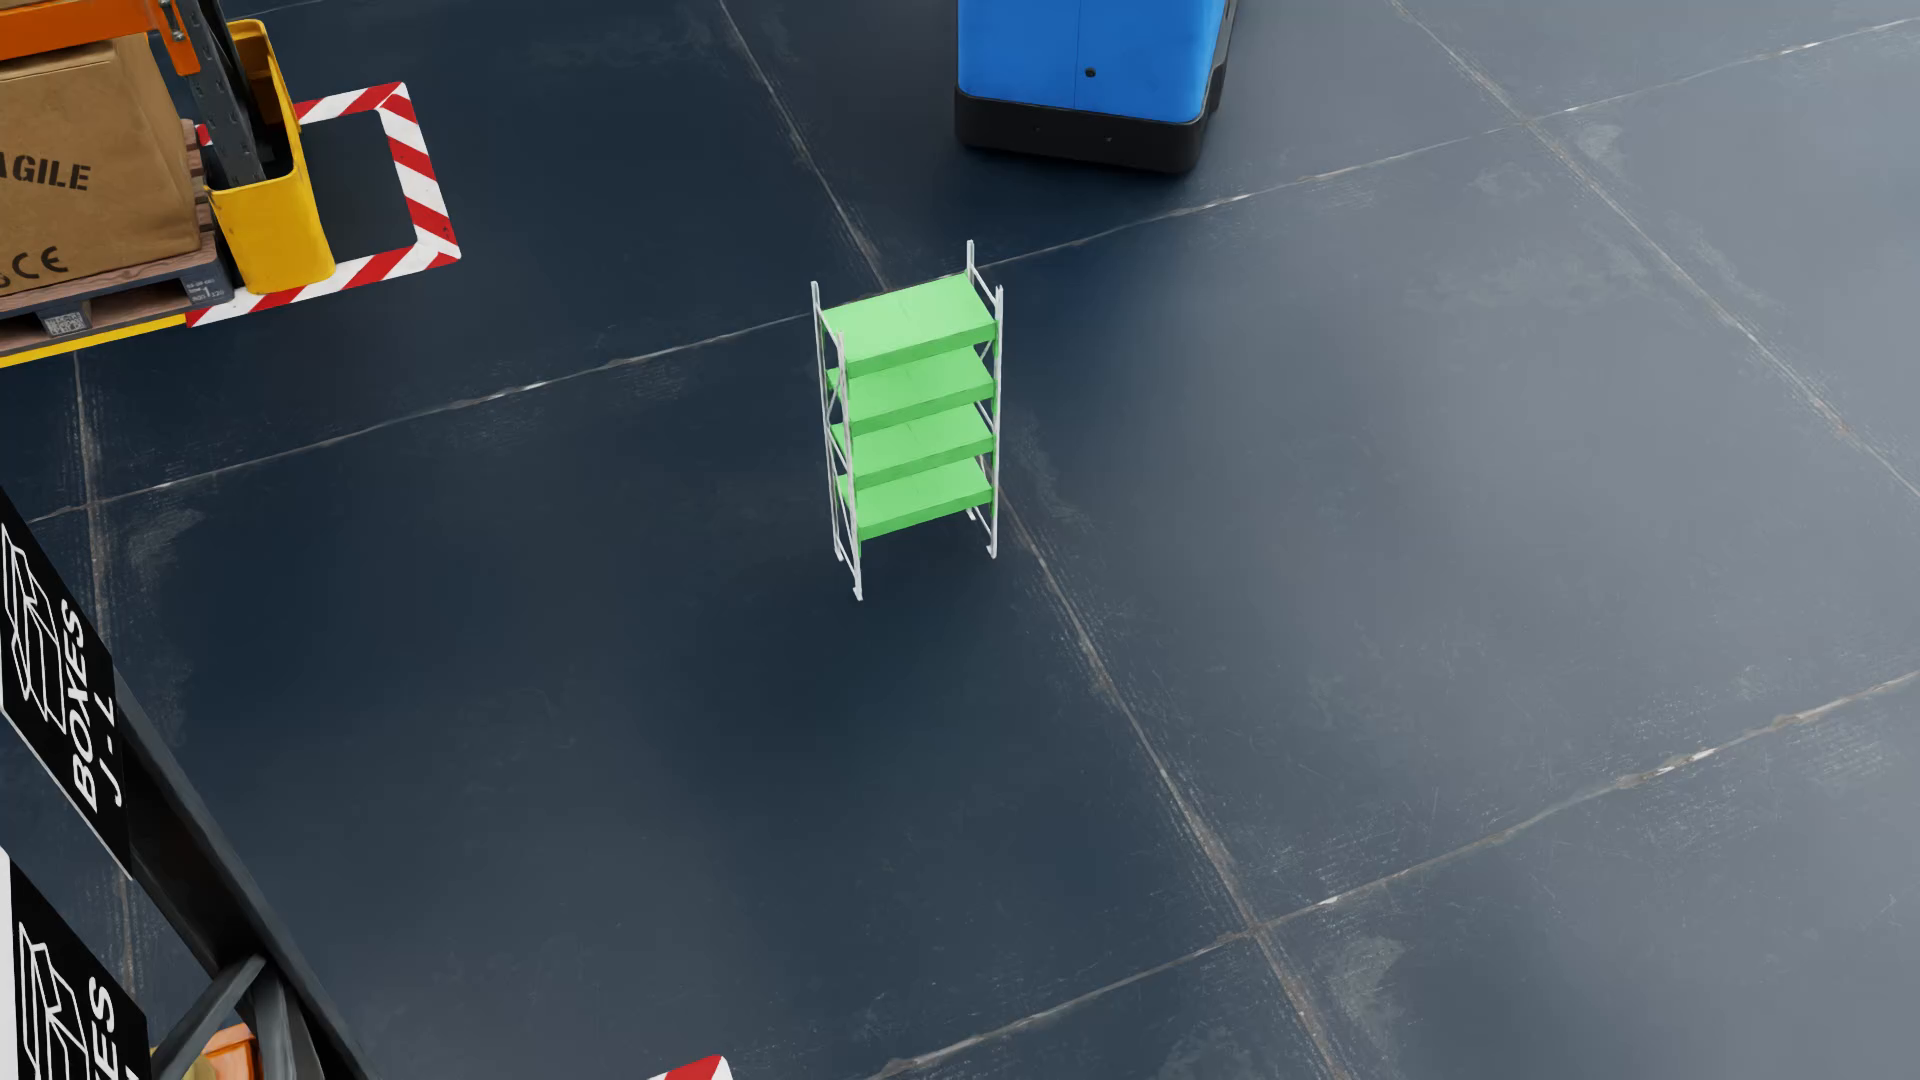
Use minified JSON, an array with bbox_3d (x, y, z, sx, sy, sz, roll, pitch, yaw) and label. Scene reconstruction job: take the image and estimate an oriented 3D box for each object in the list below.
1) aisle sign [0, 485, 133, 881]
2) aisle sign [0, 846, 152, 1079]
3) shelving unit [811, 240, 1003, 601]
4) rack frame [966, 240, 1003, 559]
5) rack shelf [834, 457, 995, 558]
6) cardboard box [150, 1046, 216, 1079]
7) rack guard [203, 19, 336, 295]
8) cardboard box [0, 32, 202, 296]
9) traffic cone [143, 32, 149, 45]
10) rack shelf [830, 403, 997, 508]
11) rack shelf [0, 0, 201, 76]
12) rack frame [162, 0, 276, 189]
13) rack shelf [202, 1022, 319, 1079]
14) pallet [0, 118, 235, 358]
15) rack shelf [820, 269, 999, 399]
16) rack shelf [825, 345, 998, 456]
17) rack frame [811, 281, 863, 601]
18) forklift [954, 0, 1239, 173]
[{"bbox_3d":[-1.166,0.054,2.013,0.004,0.787,0.394,-17,52,-14],"label":"aisle sign"},{"bbox_3d":[-0.940,0.476,1.651,0.004,0.787,0.394,-17,52,-14],"label":"aisle sign"},{"bbox_3d":[-0.153,-0.343,5.254,0.503,1.200,0.258,-17,52,-14],"label":"shelving unit"},{"bbox_3d":[0.073,-0.413,5.314,0.015,1.200,0.240,-17,52,-14],"label":"rack frame"},{"bbox_3d":[-0.153,-0.145,5.485,0.480,0.148,0.258,-17,52,-14],"label":"rack shelf"},{"bbox_3d":[-1.464,1.126,2.972,0.250,0.149,0.380,-17,52,-14],"label":"cardboard box"},{"bbox_3d":[-2.870,-1.575,6.773,0.348,0.500,1.175,-17,52,-14],"label":"rack guard"},{"bbox_3d":[-3.495,-1.587,6.259,0.875,0.875,0.875,-17,51,-14],"label":"cardboard box"},{"bbox_3d":[-3.921,-2.401,7.507,0.334,0.463,0.336,-17,52,-14],"label":"traffic cone"},{"bbox_3d":[-0.153,-0.302,5.303,0.480,0.148,0.258,-17,52,-14],"label":"rack shelf"},{"bbox_3d":[-4.744,-1.575,5.599,4.000,0.370,1.077,-17,52,-14],"label":"rack shelf"},{"bbox_3d":[-2.892,-2.383,5.819,0.127,3.000,1.000,-17,52,-14],"label":"rack frame"},{"bbox_3d":[-2.962,1.938,2.583,4.000,0.370,1.077,-17,52,-14],"label":"rack shelf"},{"bbox_3d":[-3.603,-1.190,6.633,1.213,0.211,1.003,-17,52,-14],"label":"pallet"},{"bbox_3d":[-0.153,-0.615,4.938,0.480,0.148,0.258,-17,52,-14],"label":"rack shelf"},{"bbox_3d":[-0.153,-0.458,5.120,0.480,0.148,0.258,-17,52,-14],"label":"rack shelf"},{"bbox_3d":[-0.379,-0.273,5.194,0.015,1.200,0.240,-17,52,-14],"label":"rack frame"},{"bbox_3d":[0.804,-3.641,6.945,1.130,2.935,3.031,10,50,8],"label":"forklift"}]
